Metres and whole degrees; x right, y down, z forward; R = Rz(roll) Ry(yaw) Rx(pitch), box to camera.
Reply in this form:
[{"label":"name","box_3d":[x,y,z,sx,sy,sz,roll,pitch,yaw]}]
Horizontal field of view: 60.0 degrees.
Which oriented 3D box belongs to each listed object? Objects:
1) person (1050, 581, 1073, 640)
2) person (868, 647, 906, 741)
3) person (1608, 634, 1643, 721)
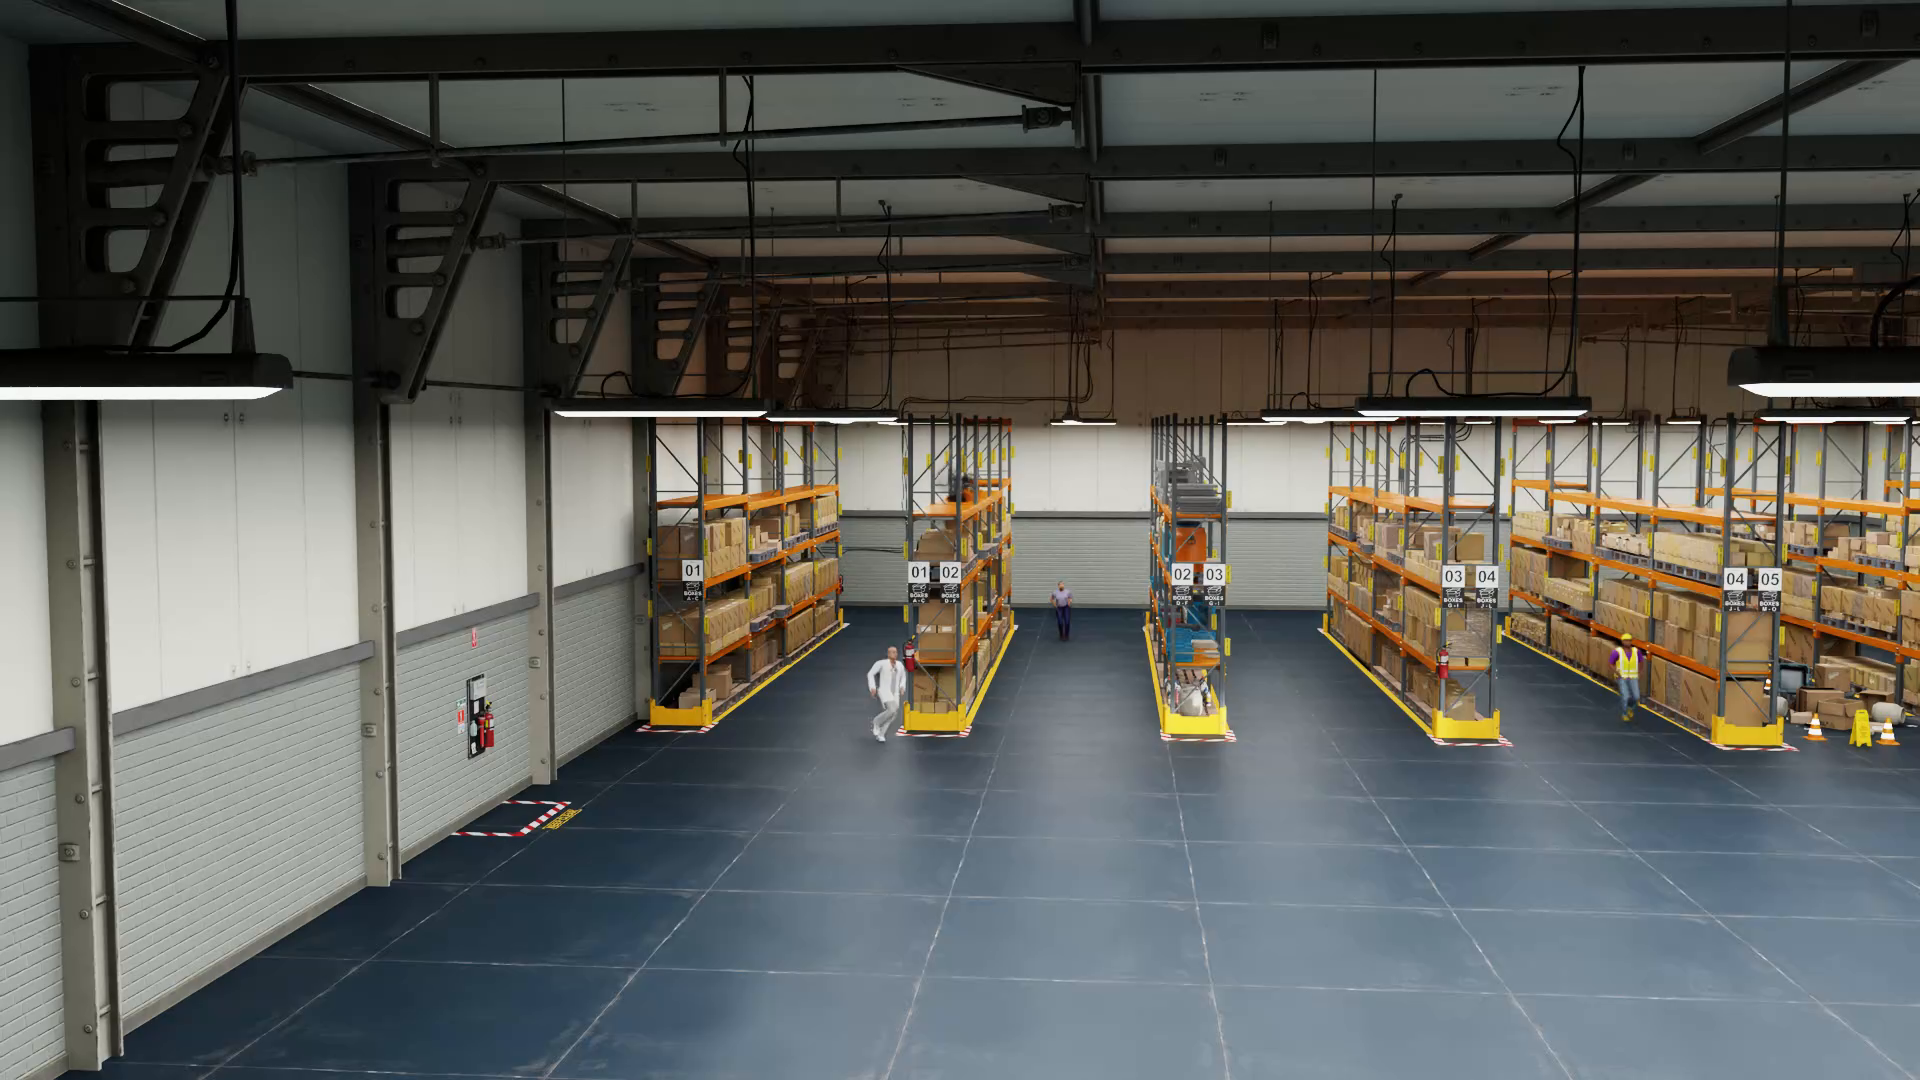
[{"label":"person","box_3d":[2.763,1.907,44.921,0.606,1.602,0.545,0,4,-4]},{"label":"person","box_3d":[-1.260,2.819,30.451,0.728,1.698,0.584,-3,5,-36]},{"label":"person","box_3d":[12.976,2.679,32.325,0.674,1.721,0.569,0,4,7]}]
